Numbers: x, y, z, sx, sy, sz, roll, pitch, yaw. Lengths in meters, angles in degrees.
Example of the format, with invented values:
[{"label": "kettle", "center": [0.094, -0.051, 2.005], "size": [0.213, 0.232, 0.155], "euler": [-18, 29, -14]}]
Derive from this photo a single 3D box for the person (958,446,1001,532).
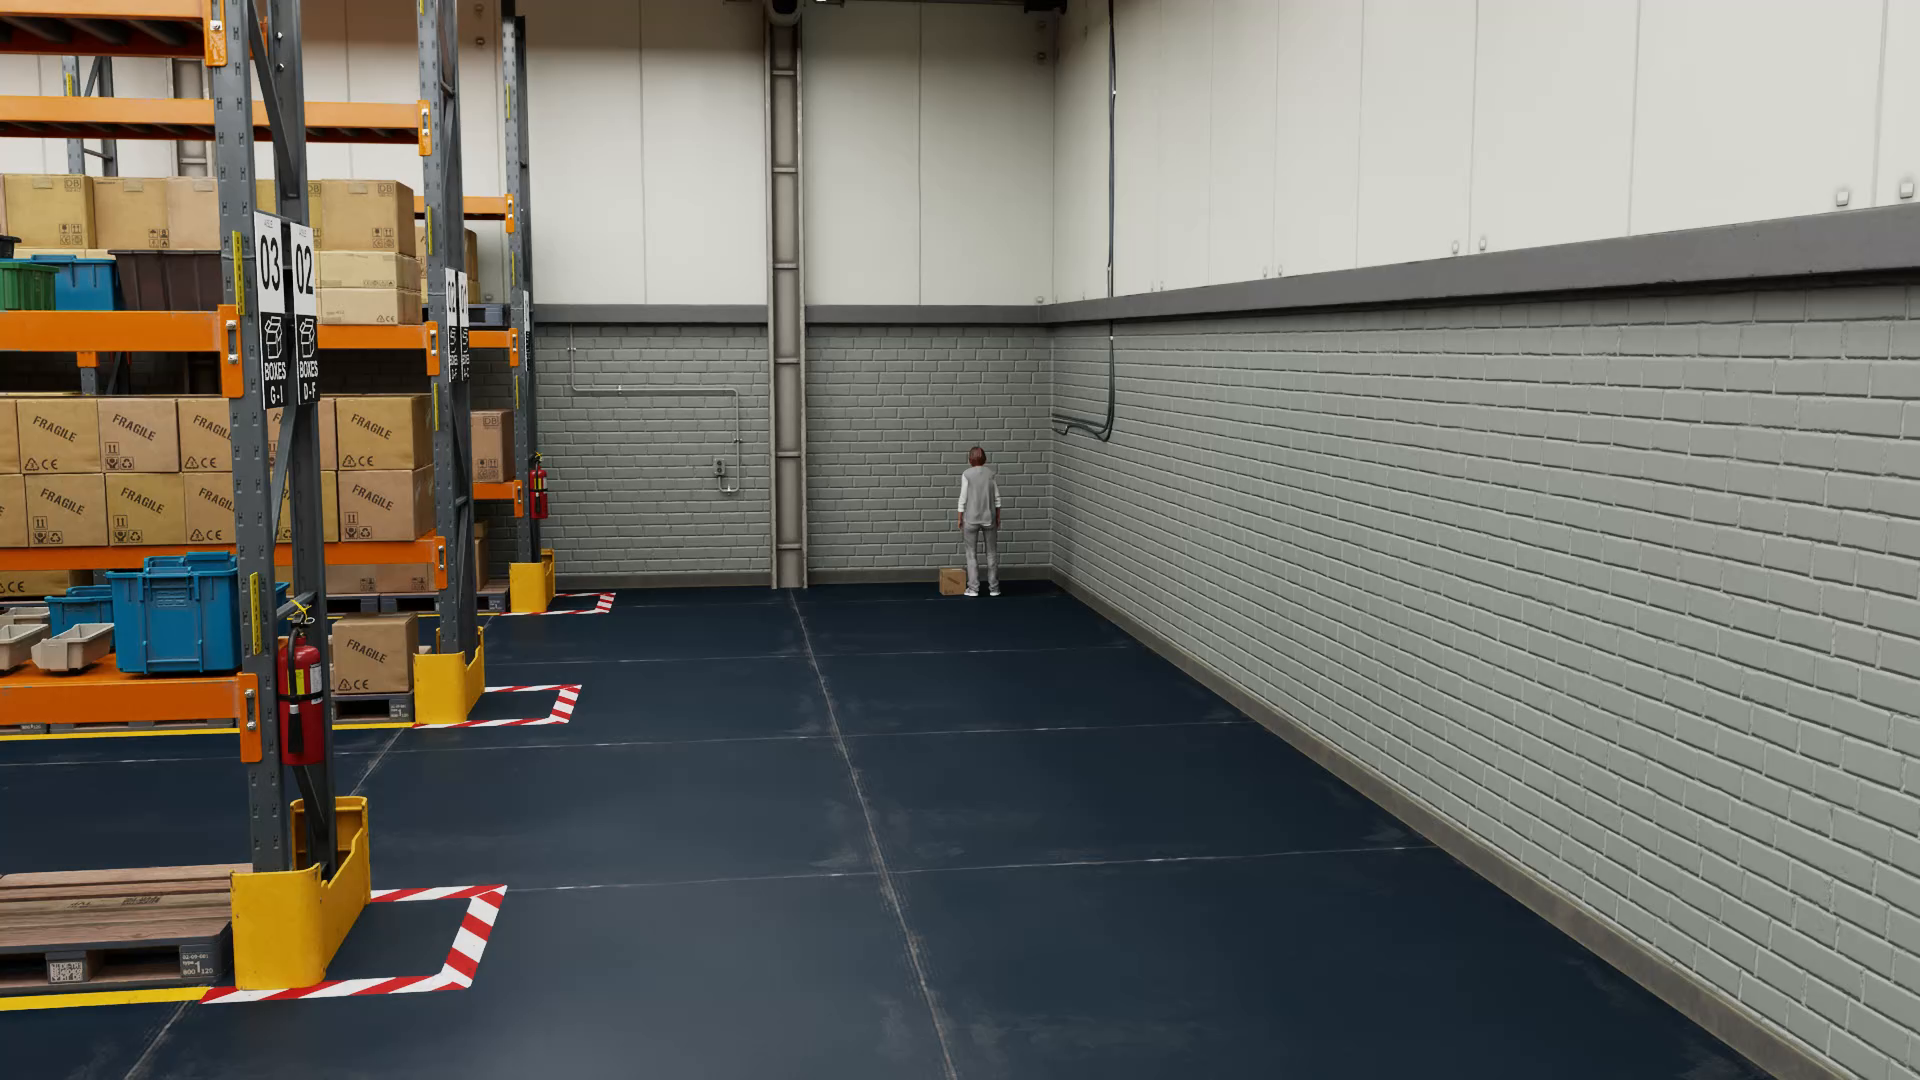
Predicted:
[{"label": "person", "center": [0.204, -0.535, 17.646], "size": [0.467, 0.910, 0.324], "euler": [-1, 7, -11]}]
